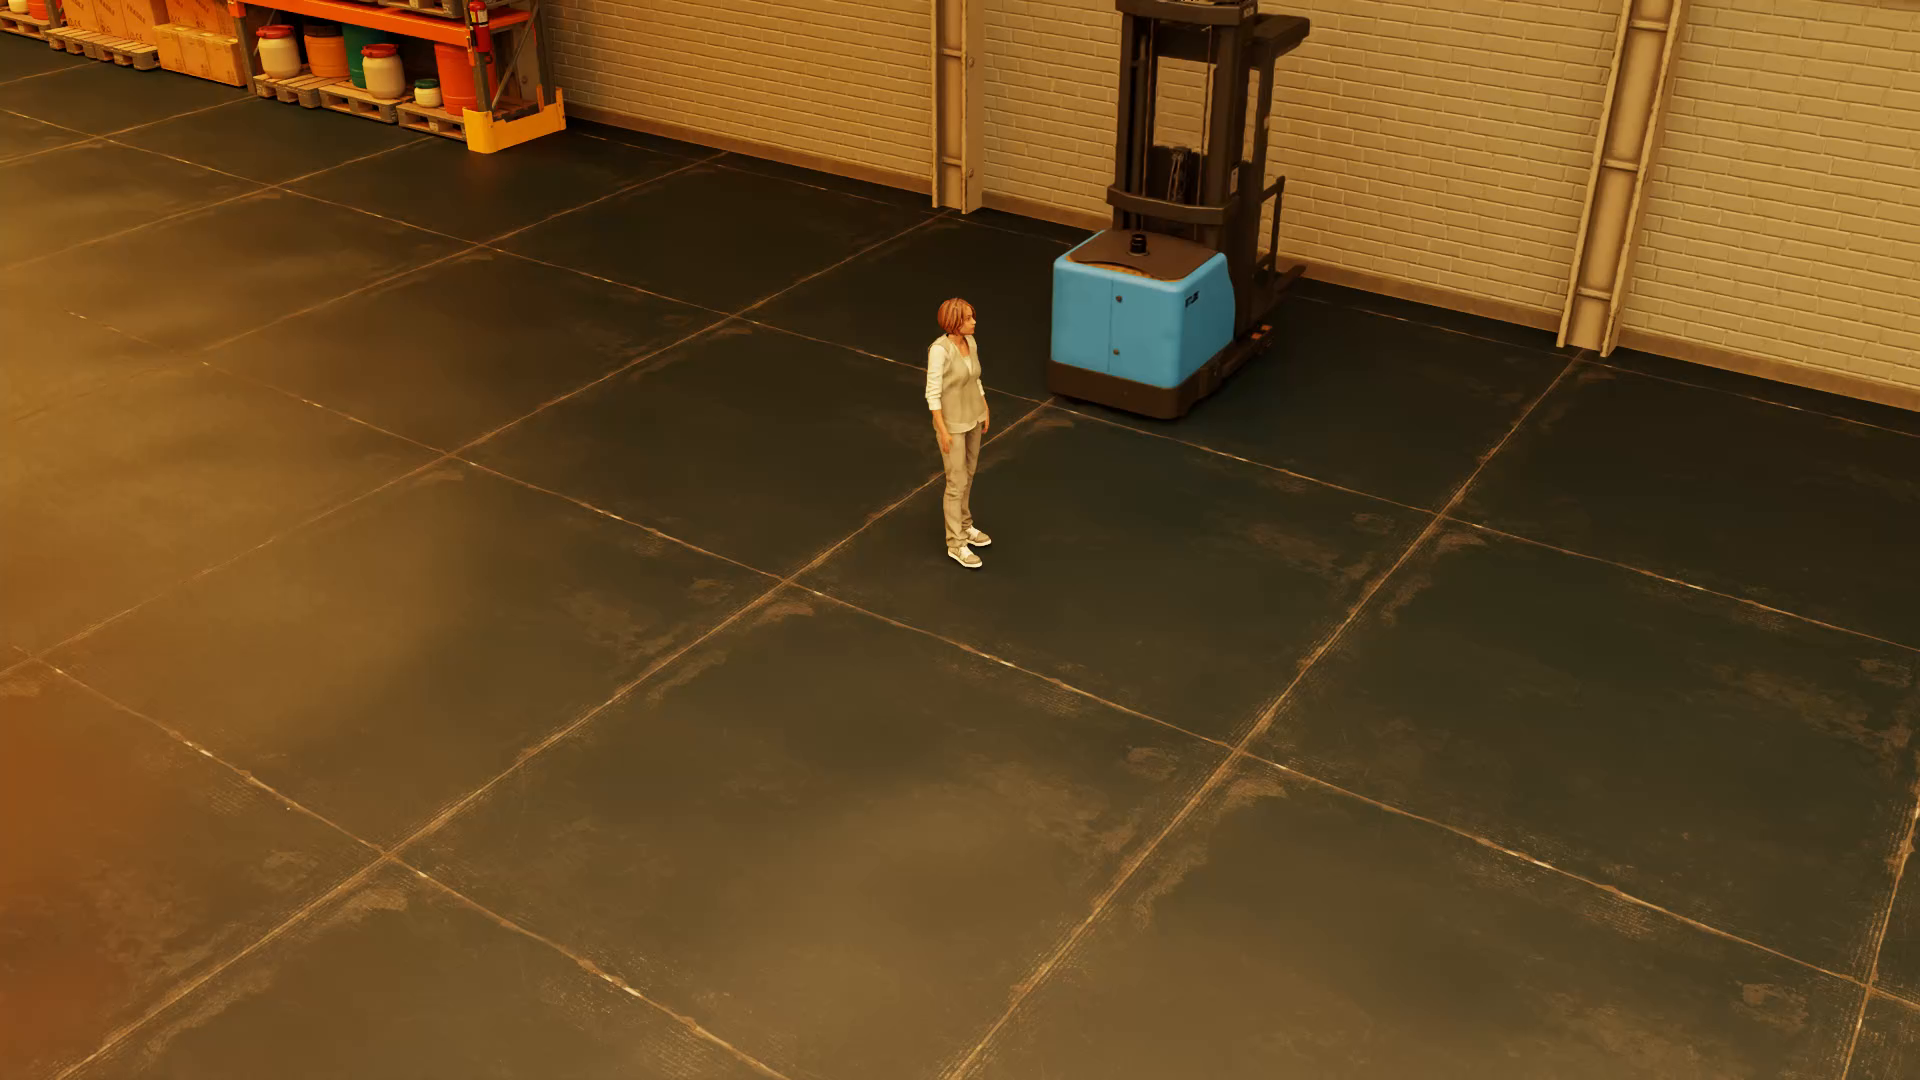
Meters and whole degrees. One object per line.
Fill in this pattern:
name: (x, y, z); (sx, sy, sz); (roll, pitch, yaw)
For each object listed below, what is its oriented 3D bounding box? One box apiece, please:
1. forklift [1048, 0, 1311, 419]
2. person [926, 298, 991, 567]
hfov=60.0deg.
forklift: (1.848, -2.828, 12.451); (1.130, 2.935, 3.031); (17, 34, 27)
person: (0.053, -0.670, 10.050); (0.475, 1.596, 0.521); (19, 35, 29)
